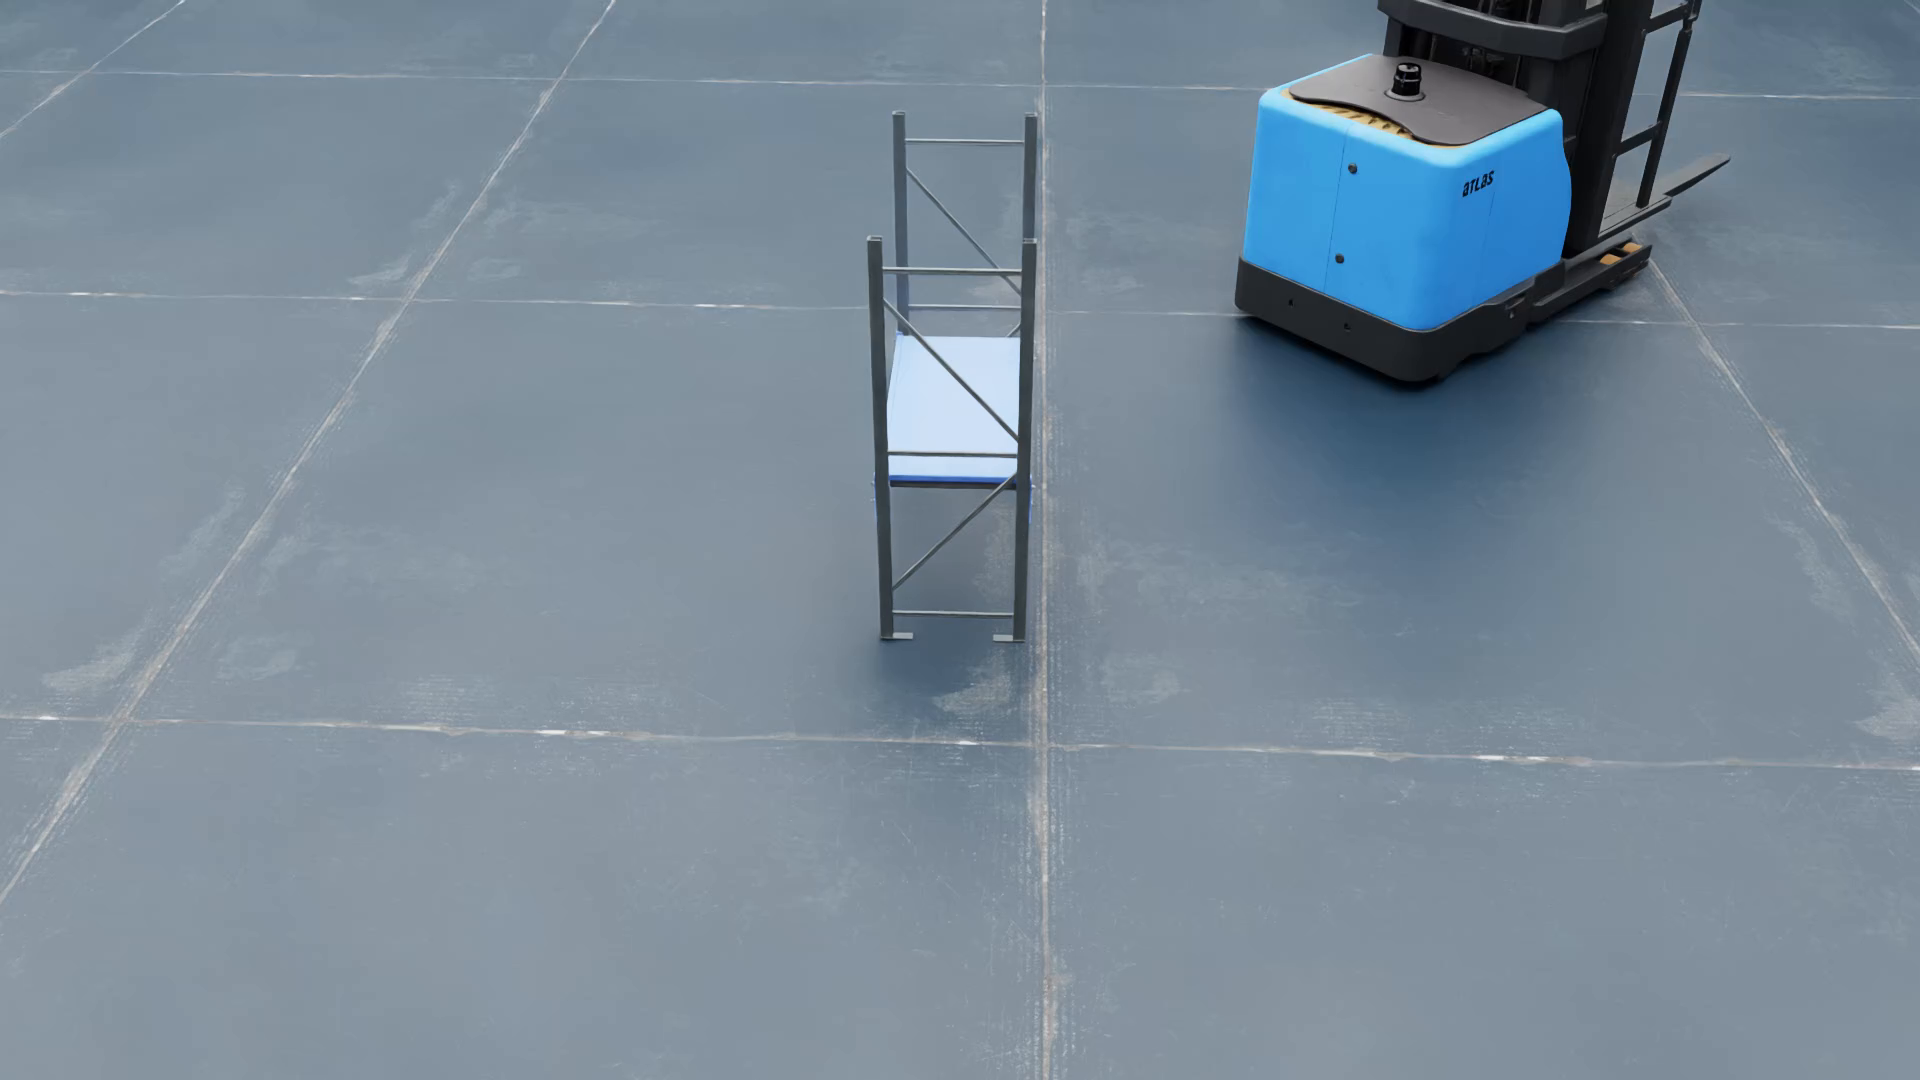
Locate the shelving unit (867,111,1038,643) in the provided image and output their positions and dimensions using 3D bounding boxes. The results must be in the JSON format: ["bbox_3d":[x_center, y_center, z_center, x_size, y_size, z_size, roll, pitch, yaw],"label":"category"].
[{"bbox_3d":[-0.003,-0.565,5.749,0.538,1.500,1.048,1,35,2],"label":"shelving unit"}]

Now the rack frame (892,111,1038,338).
[{"bbox_3d":[0.017,-0.857,6.165,0.500,1.500,0.032,1,35,2],"label":"rack frame"}]

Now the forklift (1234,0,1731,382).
[{"bbox_3d":[2.701,-2.594,7.392,3.031,2.935,1.130,-27,43,-33],"label":"forklift"}]

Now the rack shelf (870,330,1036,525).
[{"bbox_3d":[-0.003,-0.417,5.852,0.538,0.185,1.000,1,35,2],"label":"rack shelf"}]

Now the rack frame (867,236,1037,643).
[{"bbox_3d":[-0.024,-0.273,5.333,0.500,1.500,0.032,1,35,2],"label":"rack frame"}]
